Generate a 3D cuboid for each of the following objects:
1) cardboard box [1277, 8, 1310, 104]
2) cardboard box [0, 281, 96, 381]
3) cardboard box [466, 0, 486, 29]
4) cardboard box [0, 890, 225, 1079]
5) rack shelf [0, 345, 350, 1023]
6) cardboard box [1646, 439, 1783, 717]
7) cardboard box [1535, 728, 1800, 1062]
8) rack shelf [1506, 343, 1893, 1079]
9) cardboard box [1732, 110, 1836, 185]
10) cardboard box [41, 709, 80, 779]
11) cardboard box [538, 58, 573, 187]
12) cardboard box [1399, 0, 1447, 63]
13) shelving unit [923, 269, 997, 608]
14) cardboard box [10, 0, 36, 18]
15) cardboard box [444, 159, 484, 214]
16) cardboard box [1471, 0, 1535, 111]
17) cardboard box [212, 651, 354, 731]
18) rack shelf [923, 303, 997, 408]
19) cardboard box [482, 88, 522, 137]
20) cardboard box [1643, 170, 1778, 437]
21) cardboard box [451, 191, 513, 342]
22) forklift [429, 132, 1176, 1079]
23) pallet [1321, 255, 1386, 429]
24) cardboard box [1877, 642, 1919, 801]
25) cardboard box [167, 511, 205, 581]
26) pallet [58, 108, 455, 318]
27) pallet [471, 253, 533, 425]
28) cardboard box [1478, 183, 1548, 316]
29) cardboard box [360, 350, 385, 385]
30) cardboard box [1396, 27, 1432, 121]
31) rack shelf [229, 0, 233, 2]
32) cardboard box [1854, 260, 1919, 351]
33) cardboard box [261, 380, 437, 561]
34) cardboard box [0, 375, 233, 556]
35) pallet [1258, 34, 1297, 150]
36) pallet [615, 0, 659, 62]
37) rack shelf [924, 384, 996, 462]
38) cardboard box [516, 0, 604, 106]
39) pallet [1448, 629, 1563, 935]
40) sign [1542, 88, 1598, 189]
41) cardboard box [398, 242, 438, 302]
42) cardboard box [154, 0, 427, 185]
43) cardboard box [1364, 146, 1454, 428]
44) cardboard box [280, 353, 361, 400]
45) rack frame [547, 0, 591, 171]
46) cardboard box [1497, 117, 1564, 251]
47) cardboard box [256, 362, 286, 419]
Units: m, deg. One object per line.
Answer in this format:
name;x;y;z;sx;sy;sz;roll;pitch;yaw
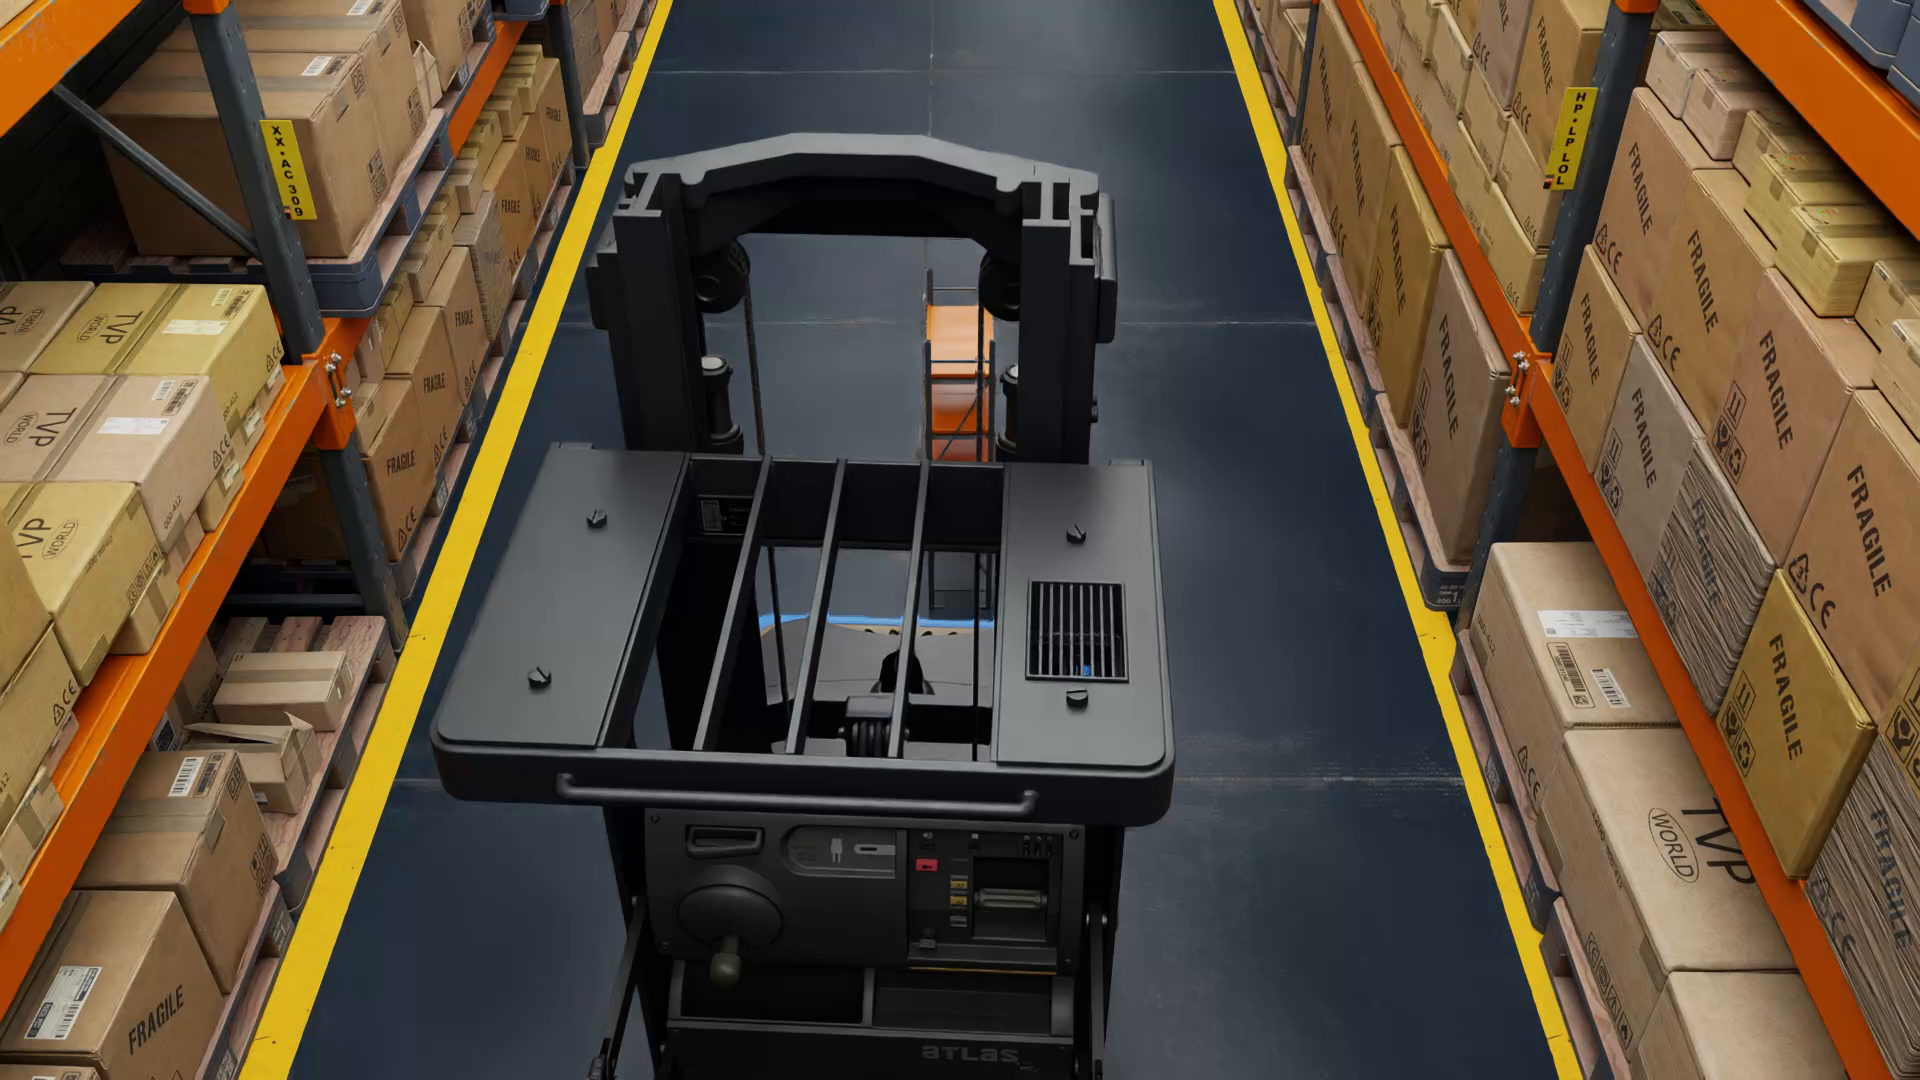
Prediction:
cardboard box;2.380;-2.780;9.586;0.950;0.372;0.625;-2;39;-3
cardboard box;-2.858;-0.529;4.893;0.500;0.250;0.500;0;39;-1
cardboard box;-2.407;-2.466;7.010;0.797;0.503;0.637;-1;39;-1
cardboard box;-2.353;1.284;4.412;0.500;0.500;0.500;1;39;1
rack shelf;-2.586;0.751;3.990;1.077;0.370;4.000;0;39;0
cardboard box;2.104;0.094;4.155;0.500;0.500;0.500;0;39;0
cardboard box;2.270;1.002;4.814;0.875;0.438;0.875;-1;39;-1
rack shelf;2.377;0.745;3.997;1.077;0.370;4.000;0;39;0
cardboard box;2.175;-0.951;4.140;0.380;0.149;0.250;0;39;-1
cardboard box;-2.352;0.481;3.952;0.380;0.149;0.250;0;39;0
cardboard box;-2.378;-2.206;8.768;0.500;0.500;0.500;1;39;1
cardboard box;2.099;-2.156;6.761;0.500;0.250;0.500;1;39;1
shelving unit;0.000;-0.365;6.246;0.258;1.200;0.503;0;39;0
cardboard box;-2.304;-1.308;3.785;0.380;0.149;0.250;1;39;1
cardboard box;-2.366;-1.586;7.475;0.380;0.149;0.250;-2;39;-2
cardboard box;2.115;-1.819;5.741;0.500;0.500;0.500;1;39;1
cardboard box;-2.294;0.516;5.651;0.380;0.149;0.250;-1;39;-1
rack shelf;0.000;-0.671;6.000;0.258;0.148;0.480;0;39;0
cardboard box;-2.352;-2.080;8.091;0.380;0.149;0.250;-1;39;-2
cardboard box;2.128;-0.602;4.223;0.500;0.500;0.500;-1;39;-1
cardboard box;-2.365;-1.241;7.564;0.500;0.500;0.500;-1;39;-2
forklift;-0.212;0.831;3.369;1.130;2.935;3.031;2;39;2
pallet;2.294;-0.946;7.762;1.003;0.211;1.213;0;39;0
cardboard box;2.114;0.348;3.038;0.500;0.500;0.500;0;39;0
cardboard box;-2.316;0.006;4.545;0.380;0.149;0.250;1;39;1
pallet;-2.481;-1.206;6.009;1.003;0.211;1.213;0;39;0
pallet;-2.632;-0.966;7.787;1.003;0.211;1.213;0;39;0
cardboard box;2.122;-1.009;5.730;0.500;0.250;0.500;-1;39;-1
cardboard box;-2.401;-0.620;6.269;0.380;0.149;0.250;-1;39;-1
cardboard box;2.136;-1.966;6.924;0.500;0.250;0.500;0;39;0
rack shelf;-2.591;-2.921;6.173;1.077;0.370;4.000;0;39;0
cardboard box;2.167;-0.473;3.543;0.380;0.149;0.250;0;39;0
cardboard box;-2.364;-0.272;6.354;0.500;0.500;0.500;2;39;2
cardboard box;-2.329;-0.207;4.492;0.500;0.250;0.500;0;39;0
pallet;2.371;-2.689;9.936;1.003;0.211;1.213;0;39;0
pallet;-2.554;-3.470;10.911;1.003;0.211;1.213;0;39;0
rack shelf;0.000;-0.487;6.148;0.258;0.148;0.480;0;39;0
cardboard box;-2.580;-2.910;9.545;0.875;0.625;0.625;1;39;1
pallet;2.298;0.777;5.612;1.003;0.211;1.213;0;39;0
sign;1.832;-1.201;4.988;0.100;0.325;0.005;0;39;0
cardboard box;-2.389;-1.108;6.879;0.380;0.149;0.250;0;39;0
cardboard box;-2.366;-1.610;5.945;0.700;0.500;0.500;0;39;0
cardboard box;2.285;-1.074;7.055;0.875;0.875;0.875;1;39;1
cardboard box;-2.384;-0.563;5.960;0.380;0.149;0.250;-1;39;-1
rack frame;-2.593;-3.282;8.447;1.000;3.000;0.127;0;39;0
cardboard box;2.131;-1.199;5.568;0.500;0.250;0.500;0;39;0
cardboard box;-2.336;-0.484;5.156;0.380;0.149;0.250;0;39;1
